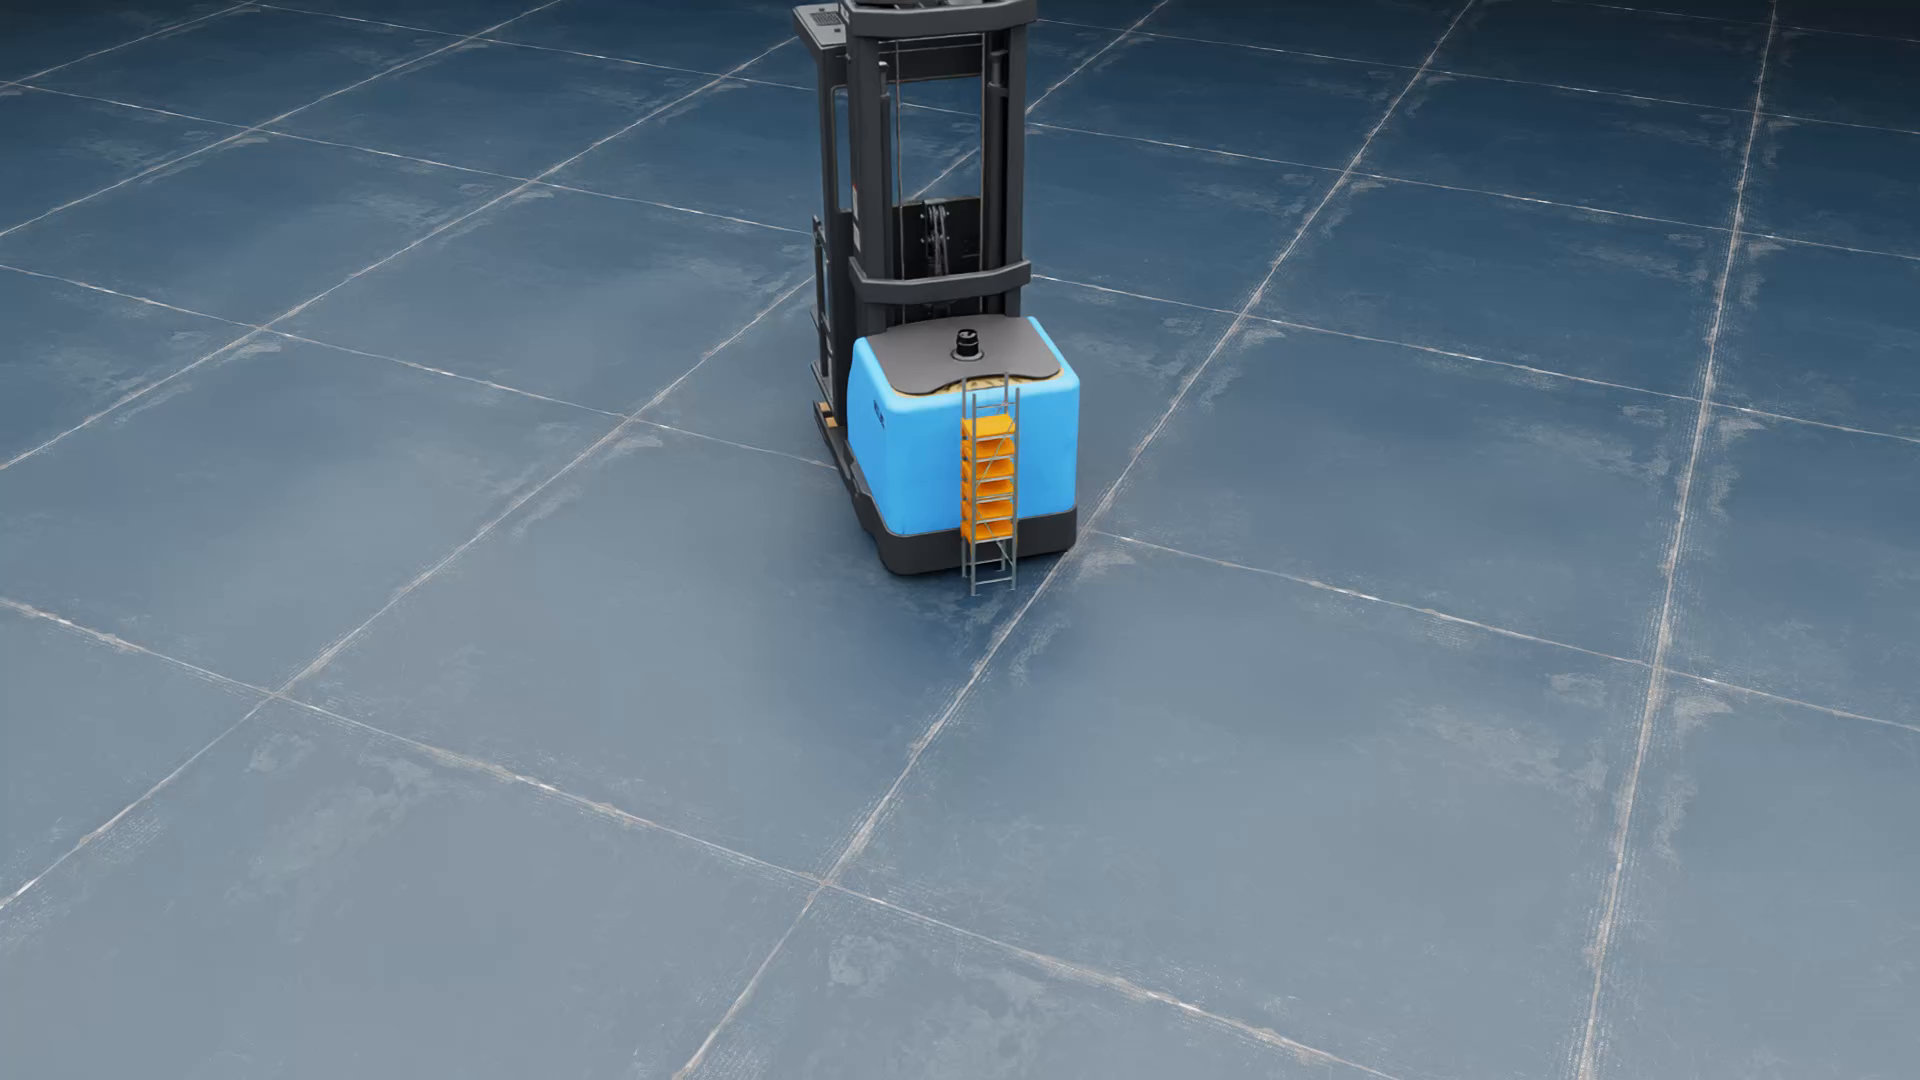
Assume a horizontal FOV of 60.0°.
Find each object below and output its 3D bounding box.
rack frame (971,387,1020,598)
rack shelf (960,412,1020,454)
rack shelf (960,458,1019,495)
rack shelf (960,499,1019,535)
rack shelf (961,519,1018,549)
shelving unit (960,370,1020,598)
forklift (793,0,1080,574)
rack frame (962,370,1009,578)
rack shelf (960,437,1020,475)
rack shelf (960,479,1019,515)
[{"bbox_3d":[0.174,-0.221,8.361,0.240,1.200,0.006,-9,34,-13],"label":"rack frame"},{"bbox_3d":[0.150,-0.533,8.261,0.258,0.103,0.180,-9,34,-13],"label":"rack shelf"},{"bbox_3d":[0.150,-0.332,8.393,0.258,0.103,0.180,-9,34,-13],"label":"rack shelf"},{"bbox_3d":[0.150,-0.132,8.525,0.258,0.103,0.180,-9,34,-13],"label":"rack shelf"},{"bbox_3d":[0.150,-0.031,8.591,0.258,0.103,0.180,-9,34,-13],"label":"rack shelf"},{"bbox_3d":[0.150,-0.269,8.435,0.258,1.200,0.189,-9,34,-13],"label":"shelving unit"},{"bbox_3d":[-0.263,-1.848,9.264,1.130,2.935,3.031,-9,34,-13],"label":"forklift"},{"bbox_3d":[0.125,-0.317,8.508,0.240,1.200,0.006,-9,34,-13],"label":"rack frame"},{"bbox_3d":[0.150,-0.433,8.327,0.258,0.103,0.180,-9,34,-13],"label":"rack shelf"},{"bbox_3d":[0.150,-0.232,8.459,0.258,0.103,0.180,-9,34,-13],"label":"rack shelf"}]
